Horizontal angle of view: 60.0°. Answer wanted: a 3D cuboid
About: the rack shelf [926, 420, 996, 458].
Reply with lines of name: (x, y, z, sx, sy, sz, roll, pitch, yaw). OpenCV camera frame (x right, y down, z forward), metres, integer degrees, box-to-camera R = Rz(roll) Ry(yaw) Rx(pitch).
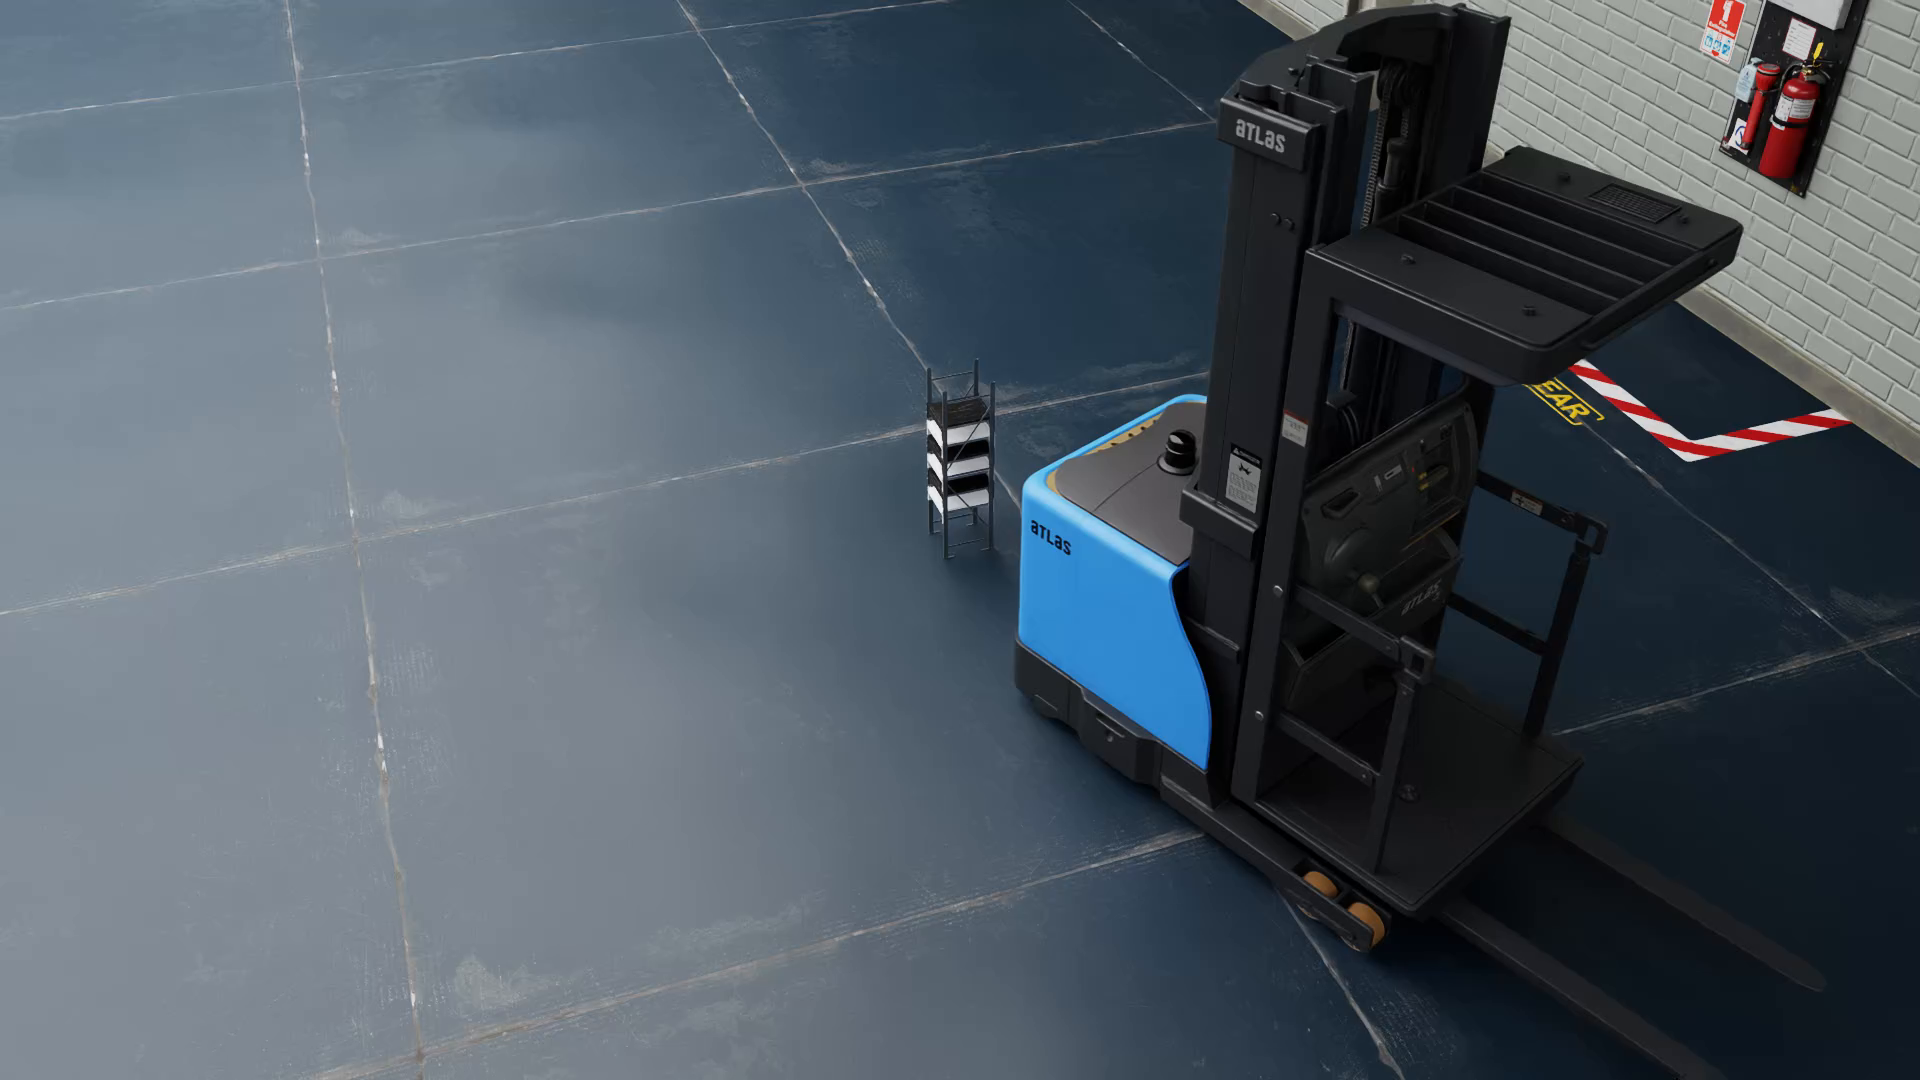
rack shelf: (0.003, -0.472, 7.385, 0.258, 0.077, 0.200, -12, 39, -16)

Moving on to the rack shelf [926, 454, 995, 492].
rack shelf: (0.003, -0.328, 7.493, 0.258, 0.077, 0.200, -12, 39, -16)

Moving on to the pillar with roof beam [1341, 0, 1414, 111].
pillar with roof beam: (-1.140, -5.873, 8.068, 9.100, 9.000, 0.400, -12, 39, -16)

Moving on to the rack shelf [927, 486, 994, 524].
rack shelf: (0.003, -0.184, 7.602, 0.258, 0.077, 0.200, -12, 39, -16)

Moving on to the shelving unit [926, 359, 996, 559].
shelving unit: (0.003, -0.355, 7.473, 0.258, 0.900, 0.210, -12, 39, -16)

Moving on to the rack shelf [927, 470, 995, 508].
rack shelf: (0.003, -0.256, 7.547, 0.258, 0.077, 0.200, -12, 39, -16)

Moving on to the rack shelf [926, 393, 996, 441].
rack shelf: (0.003, -0.544, 7.331, 0.258, 0.077, 0.200, -12, 39, -16)

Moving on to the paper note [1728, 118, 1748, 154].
paper note: (4.157, -2.145, 8.837, 0.016, 0.148, 0.142, -12, 39, -16)

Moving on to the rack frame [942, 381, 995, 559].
rack frame: (0.038, -0.297, 7.397, 0.240, 0.900, 0.006, -12, 39, -16)

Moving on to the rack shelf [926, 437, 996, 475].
rack shelf: (0.003, -0.400, 7.439, 0.258, 0.077, 0.200, -12, 39, -16)

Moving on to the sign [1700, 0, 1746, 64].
sign: (4.059, -2.731, 8.852, 0.001, 0.329, 0.234, -12, 39, -16)

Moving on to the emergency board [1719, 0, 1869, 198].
emergency board: (4.153, -2.383, 8.420, 0.194, 1.169, 0.643, -12, 39, -16)

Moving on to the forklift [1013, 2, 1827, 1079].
forklift: (1.583, -0.081, 5.421, 1.130, 2.935, 3.031, -29, 46, -32)

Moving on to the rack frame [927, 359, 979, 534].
rack frame: (-0.032, -0.412, 7.549, 0.240, 0.900, 0.006, -12, 39, -16)
